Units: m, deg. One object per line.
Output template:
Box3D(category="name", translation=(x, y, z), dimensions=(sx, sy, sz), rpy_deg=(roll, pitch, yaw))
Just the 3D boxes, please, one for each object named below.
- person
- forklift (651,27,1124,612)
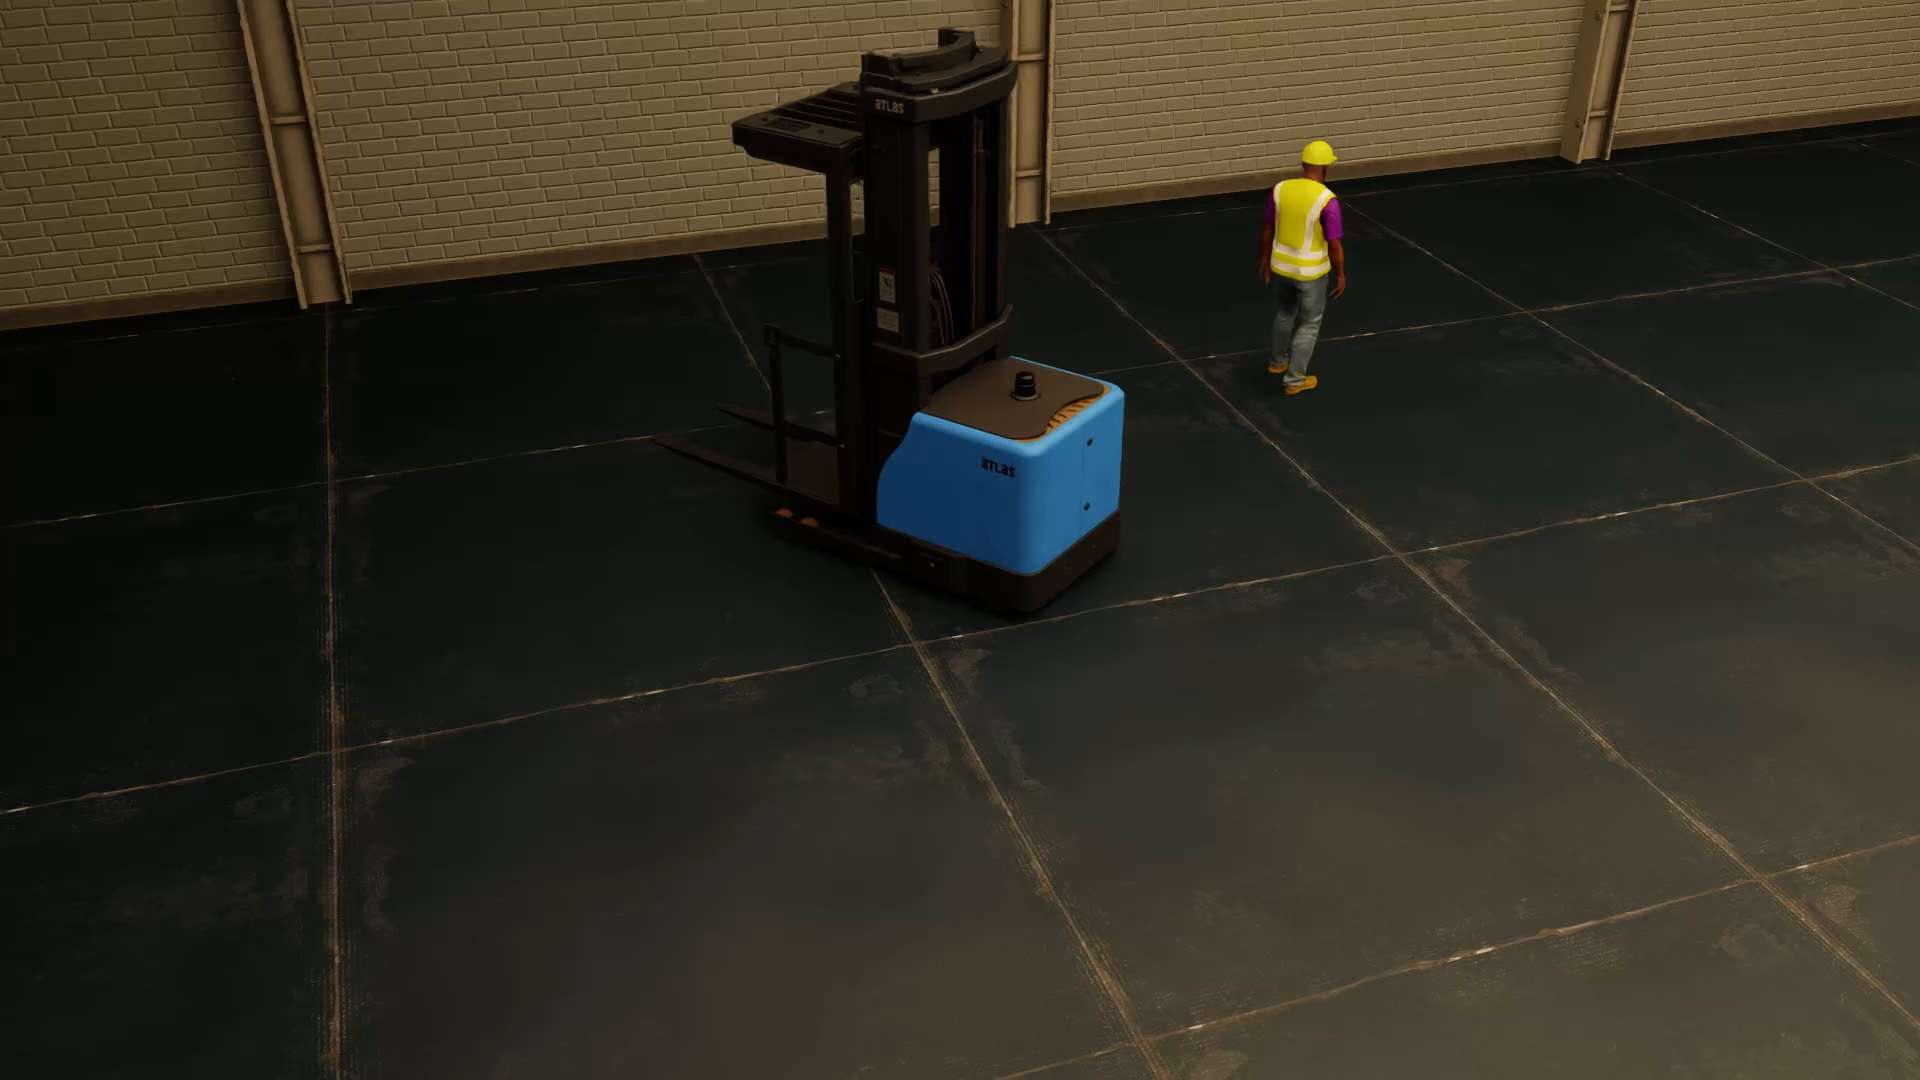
Box3D(category="person", translation=(2.418, -1.902, 11.602), dimensions=(0.499, 1.779, 0.653), rpy_deg=(-24, 38, -35))
Box3D(category="forklift", translation=(-0.558, -1.433, 9.577), dimensions=(3.031, 2.935, 1.130), rpy_deg=(19, 35, 30))
